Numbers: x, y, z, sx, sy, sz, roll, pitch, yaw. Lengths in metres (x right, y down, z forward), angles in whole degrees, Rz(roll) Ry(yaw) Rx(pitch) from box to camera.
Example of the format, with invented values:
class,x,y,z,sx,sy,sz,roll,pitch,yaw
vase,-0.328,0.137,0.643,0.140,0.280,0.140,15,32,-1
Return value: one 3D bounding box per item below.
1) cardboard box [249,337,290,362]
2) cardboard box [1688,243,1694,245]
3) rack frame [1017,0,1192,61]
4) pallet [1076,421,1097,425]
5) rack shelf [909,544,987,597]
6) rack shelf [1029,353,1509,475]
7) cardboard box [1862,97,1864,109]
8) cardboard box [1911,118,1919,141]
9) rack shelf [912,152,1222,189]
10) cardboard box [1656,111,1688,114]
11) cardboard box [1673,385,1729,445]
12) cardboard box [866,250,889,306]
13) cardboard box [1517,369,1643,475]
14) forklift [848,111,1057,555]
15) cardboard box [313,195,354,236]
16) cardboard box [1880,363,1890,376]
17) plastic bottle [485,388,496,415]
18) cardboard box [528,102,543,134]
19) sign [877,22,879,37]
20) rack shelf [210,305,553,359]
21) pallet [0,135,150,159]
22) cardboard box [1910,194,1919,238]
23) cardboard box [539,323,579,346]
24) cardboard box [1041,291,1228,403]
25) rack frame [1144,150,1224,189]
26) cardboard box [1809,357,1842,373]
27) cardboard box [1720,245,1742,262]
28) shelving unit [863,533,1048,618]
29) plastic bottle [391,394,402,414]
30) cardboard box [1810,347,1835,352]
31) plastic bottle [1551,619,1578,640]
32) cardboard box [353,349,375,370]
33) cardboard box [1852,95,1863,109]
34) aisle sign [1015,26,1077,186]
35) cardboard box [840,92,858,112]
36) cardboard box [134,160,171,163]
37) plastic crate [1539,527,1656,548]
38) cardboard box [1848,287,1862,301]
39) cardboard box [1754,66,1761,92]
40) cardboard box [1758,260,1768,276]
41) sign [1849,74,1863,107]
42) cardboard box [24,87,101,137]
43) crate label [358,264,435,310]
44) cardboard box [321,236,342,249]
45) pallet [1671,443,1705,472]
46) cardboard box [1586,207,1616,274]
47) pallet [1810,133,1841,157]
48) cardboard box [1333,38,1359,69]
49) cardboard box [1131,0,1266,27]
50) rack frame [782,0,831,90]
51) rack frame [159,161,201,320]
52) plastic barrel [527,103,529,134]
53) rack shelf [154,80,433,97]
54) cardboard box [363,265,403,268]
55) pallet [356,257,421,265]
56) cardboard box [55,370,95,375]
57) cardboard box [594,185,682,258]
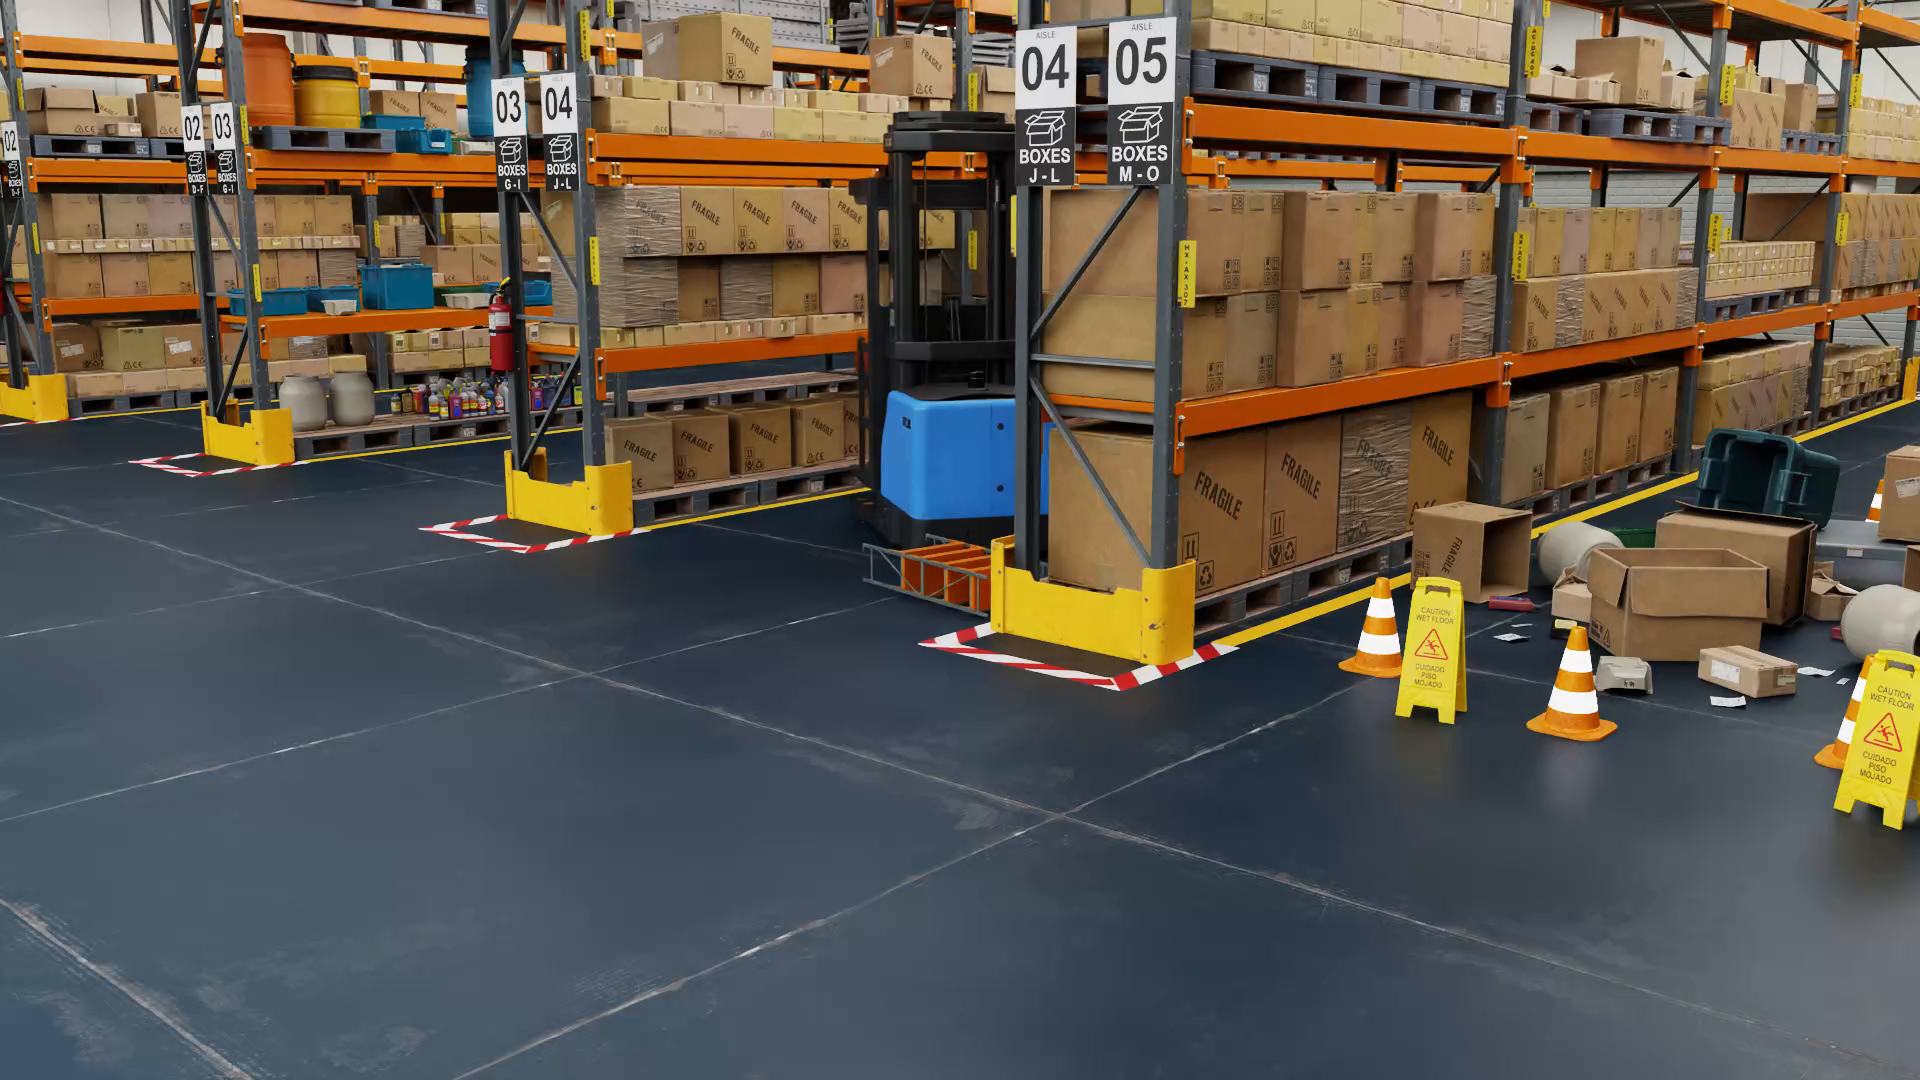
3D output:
class,x,y,z,sx,sy,sz,roll,pitch,yaw
cardboard box,-8.553,-2.437,20.286,0.500,0.500,0.500,10,15,40
cardboard box,7.000,-2.839,16.318,0.380,0.149,0.250,10,15,42
rack frame,0.712,-3.870,8.112,1.000,3.000,0.127,10,15,40
pallet,1.011,-1.100,16.681,1.003,0.211,1.213,10,15,40
rack shelf,-0.070,0.189,10.016,0.480,0.258,0.148,-9,14,-38
rack shelf,2.032,-0.870,10.243,1.077,0.370,4.000,10,15,40
cardboard box,9.335,-4.623,17.630,0.380,0.149,0.250,10,15,40
cardboard box,10.824,-4.749,19.276,0.500,0.250,0.500,9,15,39
rack shelf,1.014,-3.585,16.181,1.077,0.370,4.000,10,15,40
cardboard box,5.763,-3.600,13.687,0.380,0.166,0.250,10,15,40
cardboard box,6.651,-1.156,15.152,0.500,0.500,0.500,9,14,38
cardboard box,-1.007,-2.240,14.255,0.875,0.500,0.500,10,15,40
cardboard box,4.949,-1.001,13.735,1.050,0.750,0.750,10,15,41
forklift,-0.183,-1.568,12.077,1.130,2.935,3.031,-3,12,-15
cardboard box,-8.034,-4.073,20.879,0.700,0.500,0.500,10,15,41
cardboard box,10.798,-2.045,19.737,0.380,0.149,0.250,9,14,38
plastic bottle,-4.811,-1.424,17.024,0.097,0.271,0.097,0,11,0
cardboard box,-2.820,-3.085,12.225,0.500,0.250,0.500,10,15,42
sign,-0.969,-6.115,20.177,0.100,0.325,0.005,10,15,40
rack shelf,-5.347,-2.166,16.734,1.077,0.370,4.000,10,15,40
pallet,-9.900,-4.394,18.619,1.003,0.211,1.213,10,15,40
cardboard box,11.159,-3.868,19.850,0.500,0.500,0.500,9,15,39
cardboard box,-2.914,-1.530,12.353,0.380,0.149,0.250,10,15,40
cardboard box,0.923,-1.062,8.987,0.875,0.550,0.550,10,15,40
rack frame,2.334,-2.761,17.877,1.000,3.000,0.127,10,15,40
cardboard box,9.528,-1.935,18.428,0.380,0.149,0.250,9,15,39
cardboard box,6.959,-2.637,15.305,0.380,0.149,0.250,9,14,38
shelving unit,-0.028,0.199,9.964,0.503,0.258,1.200,-9,14,-38
plastic bottle,-5.784,-1.395,17.058,0.097,0.201,0.097,0,11,0
cardboard box,10.217,-2.225,19.879,0.380,0.149,0.250,9,14,38
plastic bottle,3.321,0.484,9.133,0.133,0.061,0.283,4,12,21
cardboard box,-7.689,-2.410,22.068,0.500,0.250,0.500,10,15,40
cardboard box,9.212,-4.579,17.408,0.380,0.149,0.250,9,14,38
aisle sign,0.440,-2.231,8.587,0.394,0.787,0.004,10,15,40
cardboard box,-1.038,-3.532,13.445,0.380,0.149,0.250,11,15,42
cardboard box,-11.618,-5.517,23.711,0.500,0.500,0.500,10,15,42
plastic crate,4.222,0.029,10.940,0.662,0.188,0.450,-4,2,-18
cardboard box,9.717,-2.731,18.369,0.380,0.149,0.250,10,15,41
cardboard box,6.946,-4.143,14.927,0.396,0.266,0.258,10,15,40
cardboard box,7.487,-2.609,15.924,0.380,0.149,0.250,11,15,42
sign,9.053,-4.540,16.799,0.100,0.325,0.005,10,15,40
cardboard box,-10.003,-4.746,18.462,0.637,0.503,0.797,-11,16,-44
crate label,-5.656,-2.548,16.718,0.502,0.435,0.616,10,15,40
cardboard box,-7.929,-3.717,20.753,0.380,0.149,0.250,9,15,39
pallet,6.510,-0.852,15.440,1.003,0.211,1.213,10,15,40
cardboard box,4.682,-2.354,13.031,0.700,0.500,0.500,10,15,40
pallet,8.146,-3.995,16.878,1.213,0.211,1.003,10,15,40
cardboard box,2.012,-2.725,9.354,0.380,0.149,0.250,10,15,40
cardboard box,1.223,-2.764,8.530,0.500,0.250,0.500,10,15,40
rack frame,-2.465,-7.573,26.652,1.000,3.000,0.127,10,15,40
rack frame,-11.469,-4.094,24.550,1.000,3.000,0.127,10,15,40
plastic barrel,-4.459,-4.507,17.601,0.421,0.512,0.421,0,11,0
rack shelf,-10.149,-6.781,25.545,1.077,0.370,4.000,10,15,40
cardboard box,-7.453,-3.459,21.752,0.500,0.250,0.500,11,16,44
pallet,-9.219,-4.470,26.922,1.213,0.211,1.003,10,15,40
cardboard box,-10.254,-1.840,19.214,0.500,0.250,0.500,10,15,40
cardboard box,-2.379,-2.315,12.076,0.500,0.500,0.500,10,15,40
